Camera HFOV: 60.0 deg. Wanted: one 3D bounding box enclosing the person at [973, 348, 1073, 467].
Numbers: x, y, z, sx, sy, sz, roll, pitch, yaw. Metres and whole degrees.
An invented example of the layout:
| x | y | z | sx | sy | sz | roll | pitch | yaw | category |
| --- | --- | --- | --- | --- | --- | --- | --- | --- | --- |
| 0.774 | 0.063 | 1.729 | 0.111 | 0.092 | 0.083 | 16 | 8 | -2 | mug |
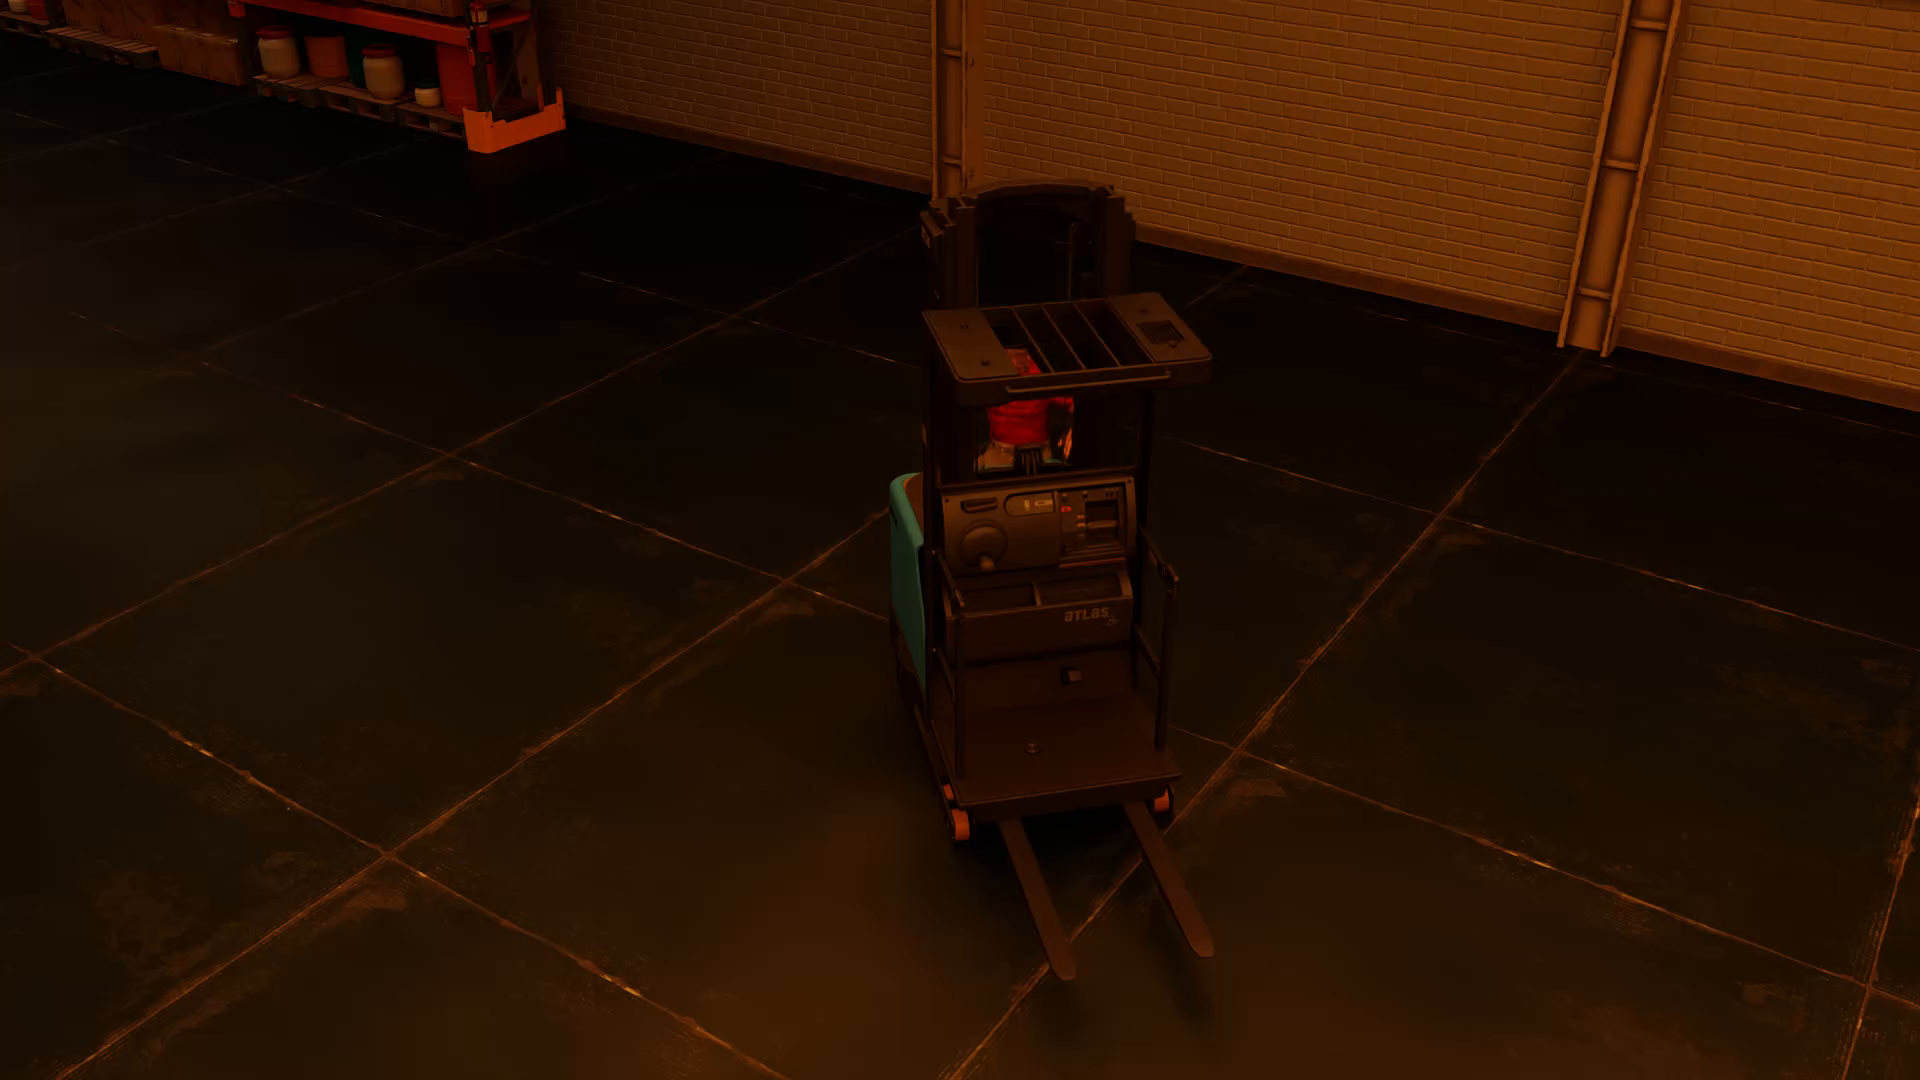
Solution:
| x | y | z | sx | sy | sz | roll | pitch | yaw | category |
| --- | --- | --- | --- | --- | --- | --- | --- | --- | --- |
| 0.338 | -0.455 | 9.776 | 1.310 | 1.512 | 0.706 | 13 | 32 | 21 | person |

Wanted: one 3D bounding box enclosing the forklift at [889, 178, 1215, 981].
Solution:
| x | y | z | sx | sy | sz | roll | pitch | yaw | category |
| --- | --- | --- | --- | --- | --- | --- | --- | --- | --- |
| 0.423 | -0.023 | 7.622 | 1.130 | 2.935 | 3.031 | -6 | 31 | -11 | forklift |
